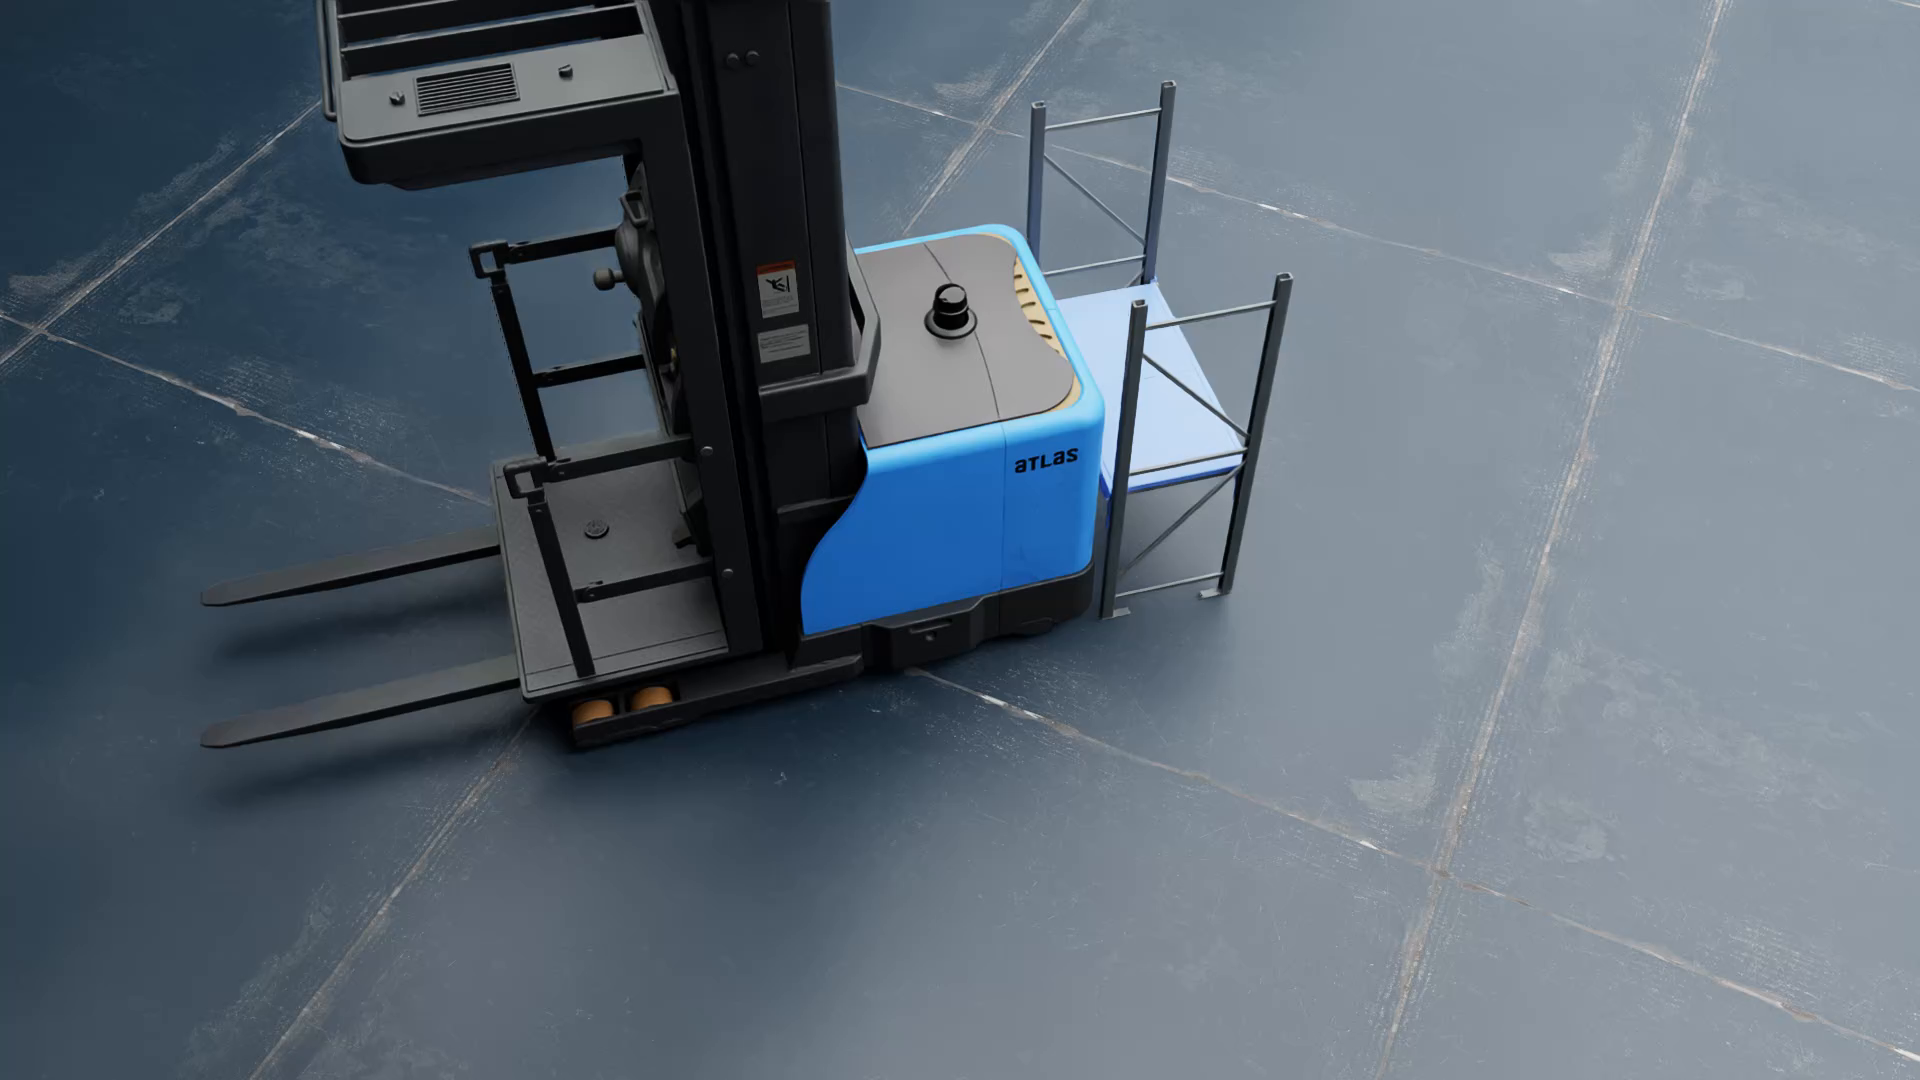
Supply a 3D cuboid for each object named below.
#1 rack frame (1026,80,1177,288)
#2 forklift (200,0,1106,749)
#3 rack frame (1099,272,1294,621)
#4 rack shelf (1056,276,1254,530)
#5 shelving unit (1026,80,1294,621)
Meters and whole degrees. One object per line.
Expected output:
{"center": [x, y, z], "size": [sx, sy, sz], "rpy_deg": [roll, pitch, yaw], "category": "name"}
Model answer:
{"center": [0.482, -1.001, 6.117], "size": [0.500, 1.500, 0.032], "rpy_deg": [-12, 51, -10], "category": "rack frame"}
{"center": [-1.101, -0.704, 4.925], "size": [3.031, 2.935, 1.130], "rpy_deg": [-13, 51, -11], "category": "forklift"}
{"center": [0.748, -0.254, 5.481], "size": [0.500, 1.500, 0.032], "rpy_deg": [-12, 51, -10], "category": "rack frame"}
{"center": [0.615, -0.511, 5.936], "size": [0.538, 0.185, 1.000], "rpy_deg": [-12, 51, -10], "category": "rack shelf"}
{"center": [0.615, -0.628, 5.799], "size": [0.538, 1.500, 1.048], "rpy_deg": [-12, 51, -10], "category": "shelving unit"}
